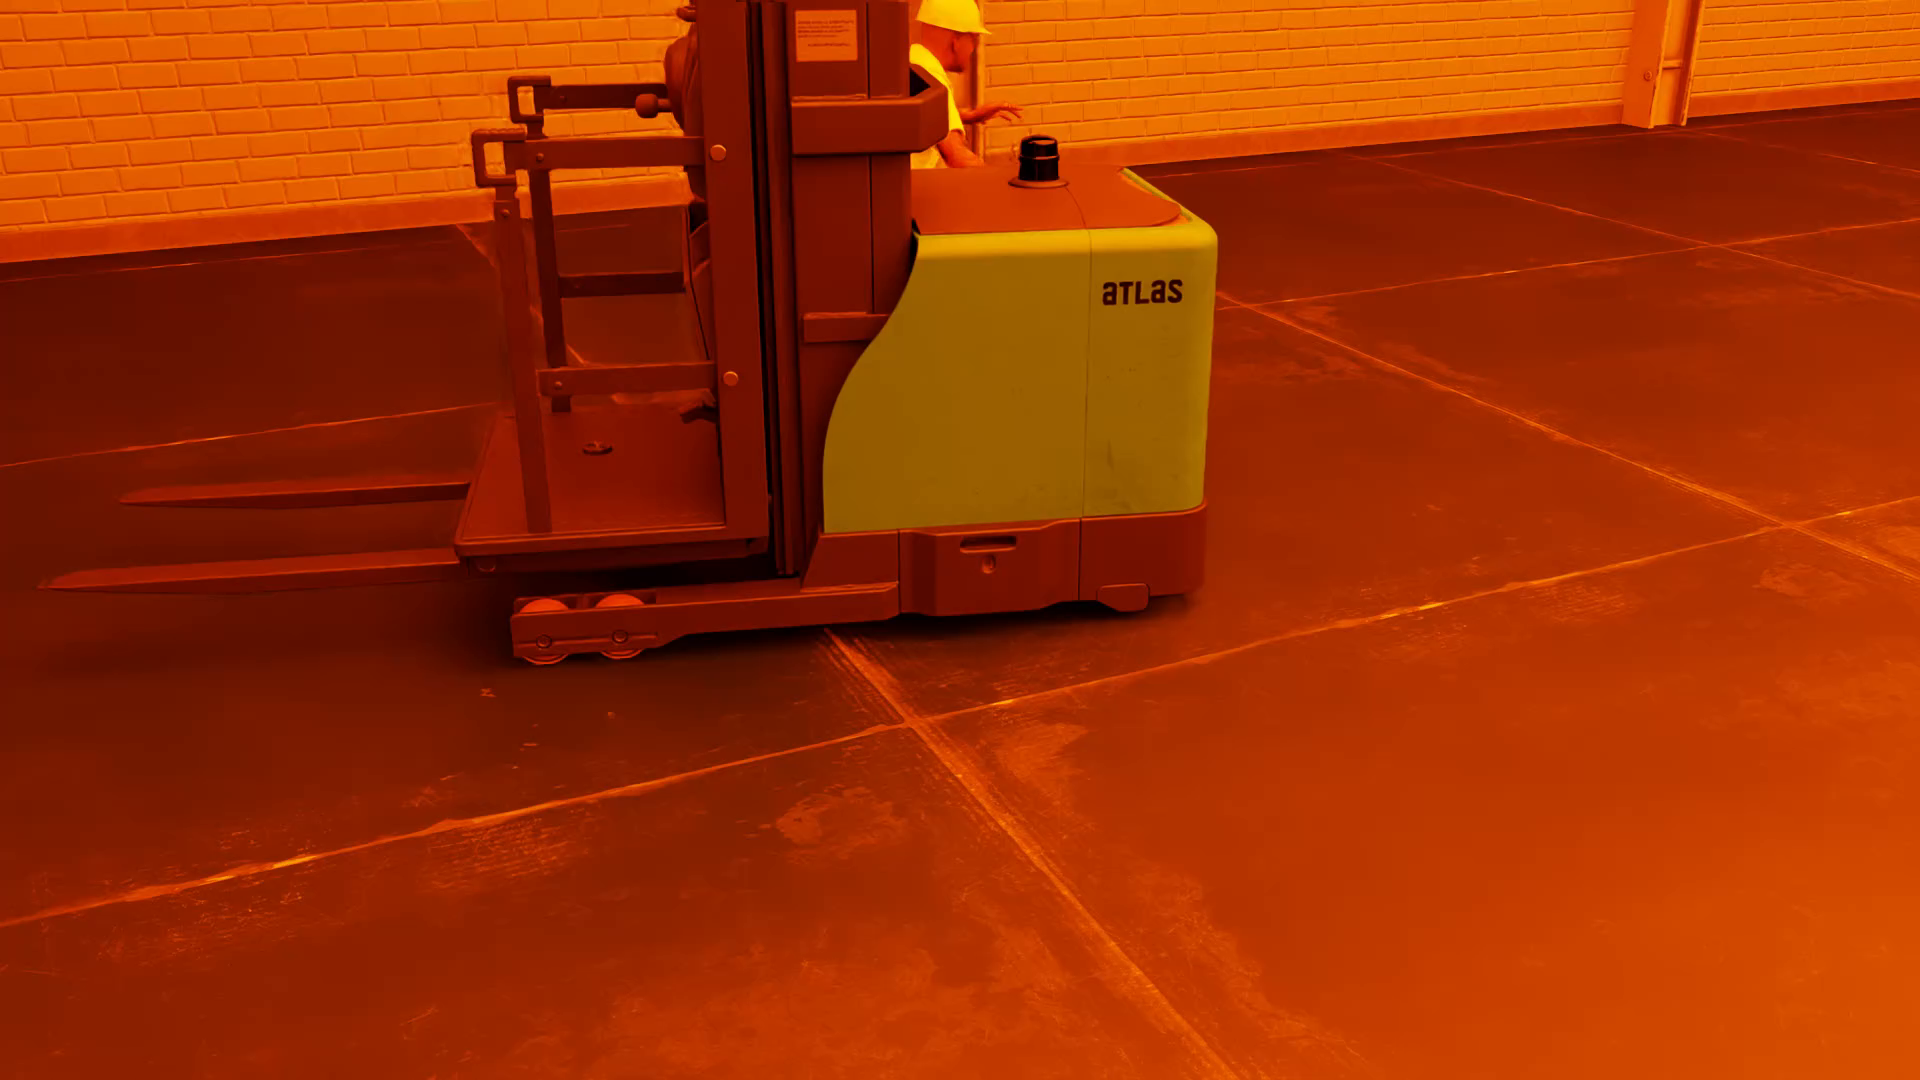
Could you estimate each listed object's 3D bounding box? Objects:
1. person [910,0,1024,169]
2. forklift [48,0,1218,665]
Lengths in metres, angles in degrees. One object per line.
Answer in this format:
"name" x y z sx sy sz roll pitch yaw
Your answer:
"person" 0.008 -1.205 6.055 0.928 1.519 1.089 -15 27 -32
"forklift" -0.885 -1.247 4.288 3.031 2.935 1.130 -4 23 -9
